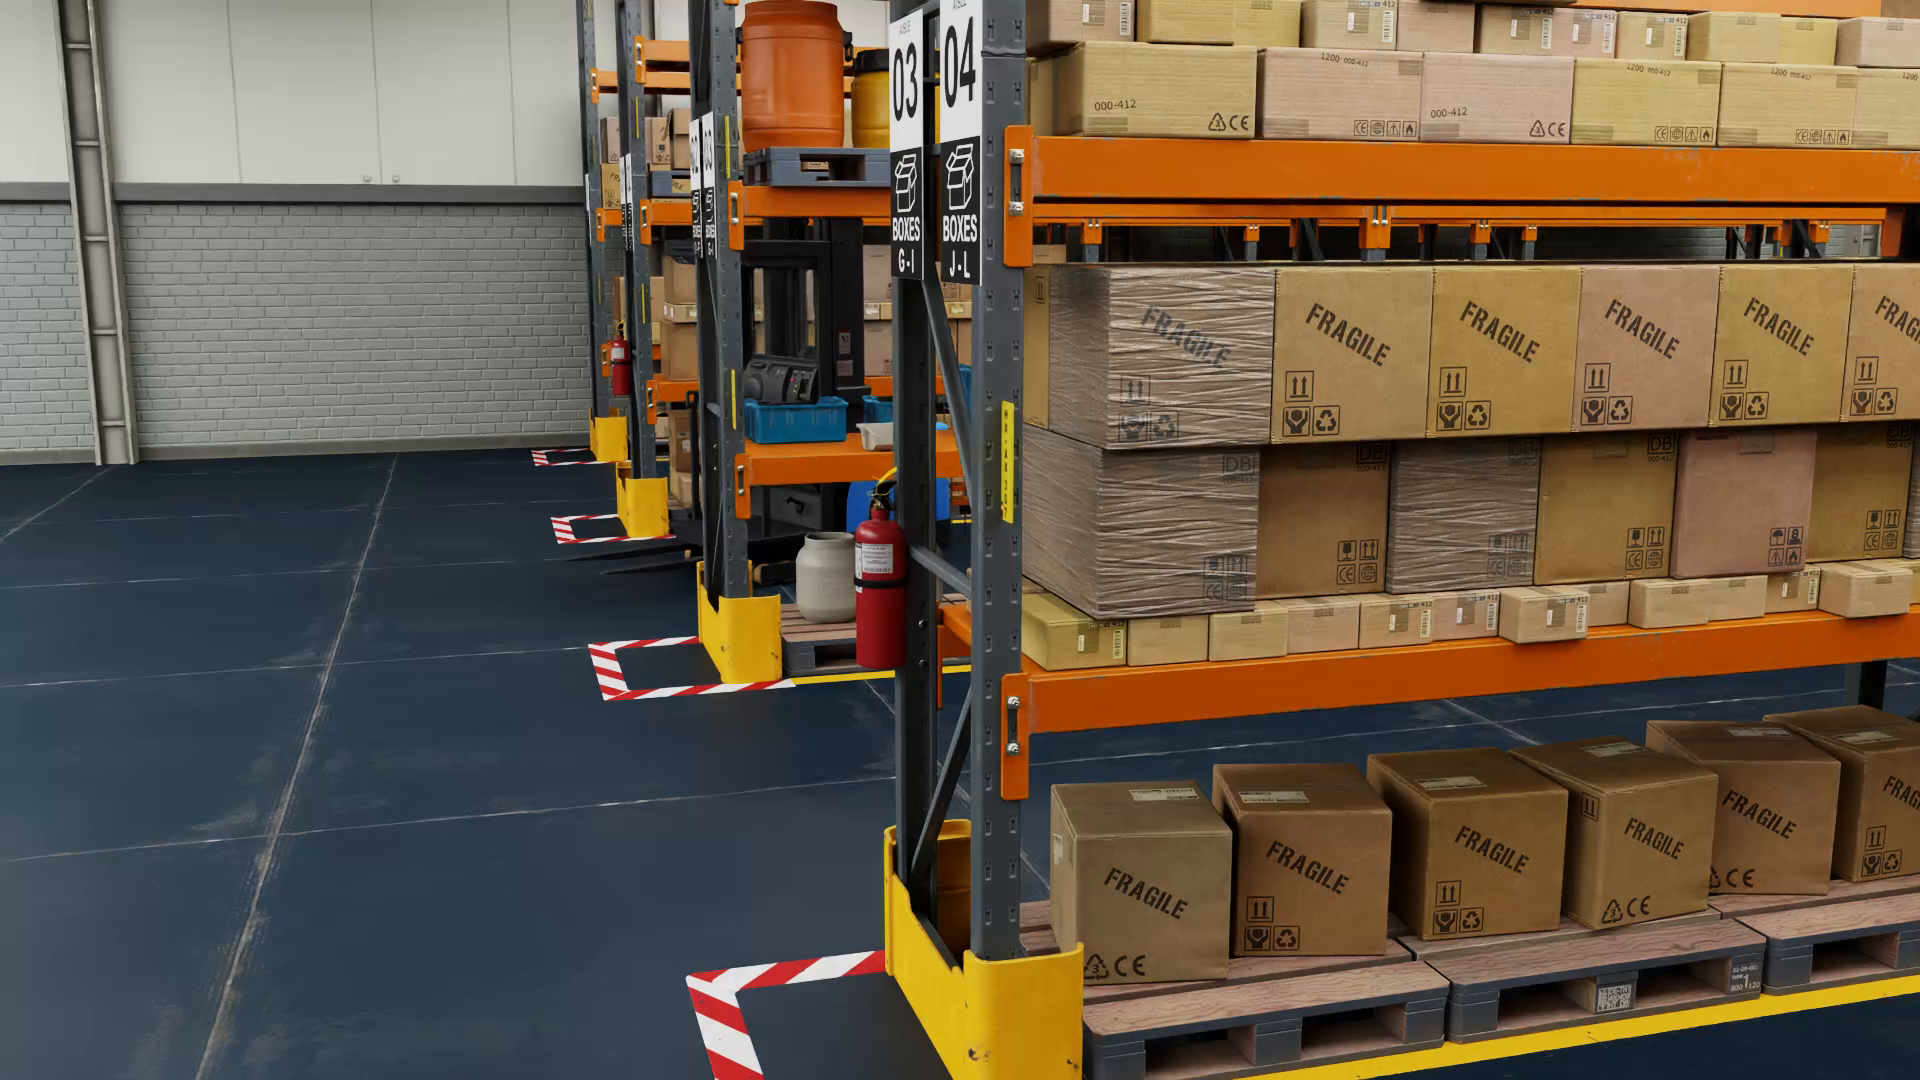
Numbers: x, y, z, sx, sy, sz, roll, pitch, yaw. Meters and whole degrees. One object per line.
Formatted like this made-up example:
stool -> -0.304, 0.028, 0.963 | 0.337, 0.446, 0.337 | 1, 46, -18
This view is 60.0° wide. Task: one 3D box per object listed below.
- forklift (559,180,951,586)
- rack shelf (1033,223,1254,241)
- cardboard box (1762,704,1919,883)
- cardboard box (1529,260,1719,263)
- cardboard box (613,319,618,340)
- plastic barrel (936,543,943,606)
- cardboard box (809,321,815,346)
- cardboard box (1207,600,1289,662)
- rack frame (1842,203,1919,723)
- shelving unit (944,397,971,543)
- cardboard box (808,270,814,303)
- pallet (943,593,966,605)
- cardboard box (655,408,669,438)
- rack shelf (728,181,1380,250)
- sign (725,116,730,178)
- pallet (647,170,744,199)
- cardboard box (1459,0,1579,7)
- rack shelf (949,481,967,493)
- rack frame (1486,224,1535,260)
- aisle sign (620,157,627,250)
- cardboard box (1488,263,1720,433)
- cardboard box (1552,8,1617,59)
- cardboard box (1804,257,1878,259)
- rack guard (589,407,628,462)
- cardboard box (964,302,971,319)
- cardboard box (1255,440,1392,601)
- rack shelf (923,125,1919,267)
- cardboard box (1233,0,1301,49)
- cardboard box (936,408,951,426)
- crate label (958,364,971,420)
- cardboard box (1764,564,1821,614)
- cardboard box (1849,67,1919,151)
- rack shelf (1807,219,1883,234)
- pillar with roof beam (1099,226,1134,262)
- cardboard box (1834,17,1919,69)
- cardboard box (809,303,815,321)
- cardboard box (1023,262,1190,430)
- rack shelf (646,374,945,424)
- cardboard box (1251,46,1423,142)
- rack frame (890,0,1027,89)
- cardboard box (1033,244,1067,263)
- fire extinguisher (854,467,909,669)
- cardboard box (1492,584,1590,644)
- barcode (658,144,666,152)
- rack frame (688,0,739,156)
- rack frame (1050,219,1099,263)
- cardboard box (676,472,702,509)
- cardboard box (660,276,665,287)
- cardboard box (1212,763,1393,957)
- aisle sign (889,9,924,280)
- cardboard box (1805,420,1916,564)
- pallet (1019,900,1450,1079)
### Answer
forklift -> -1.529, -1.210, 12.525 | 3.031, 2.935, 1.130 | -9, 13, -39
rack shelf -> 1.584, -3.889, 20.591 | 4.000, 0.370, 1.077 | -3, 11, -16
cardboard box -> 3.422, 0.953, 6.332 | 0.500, 0.500, 0.500 | -3, 11, -18
cardboard box -> 2.354, -0.741, 5.930 | 0.500, 0.500, 0.500 | -3, 11, -16
cardboard box -> -3.783, -2.458, 19.471 | 0.500, 0.250, 0.500 | -3, 11, -15
plastic barrel -> -0.316, 0.203, 10.371 | 0.421, 0.512, 0.421 | 0, 10, 0
cardboard box -> -1.356, -1.726, 14.859 | 0.500, 0.500, 0.700 | -3, 11, -16
cardboard box -> 0.806, 0.250, 5.097 | 0.250, 0.149, 0.380 | -3, 11, -16
rack frame -> 3.817, -0.084, 6.216 | 0.127, 3.000, 1.000 | -3, 11, -16
shelving unit -> -0.014, -0.589, 13.934 | 0.189, 1.200, 0.258 | -3, 11, -16
cardboard box -> -1.299, -2.368, 14.765 | 0.500, 0.500, 0.700 | -3, 11, -16
pallet -> 0.602, 0.516, 10.661 | 1.213, 0.211, 1.003 | -3, 11, -16
cardboard box -> -3.488, -1.378, 19.457 | 0.500, 0.311, 0.500 | -4, 11, -22
rack shelf -> 0.512, -1.965, 10.136 | 4.000, 0.370, 1.077 | -3, 11, -16
sign -> -1.258, -2.126, 9.000 | 0.005, 0.325, 0.100 | -3, 11, -16
pallet -> -2.103, -3.066, 14.378 | 1.213, 0.211, 1.003 | -3, 11, -16
cardboard box -> 1.477, -1.826, 4.916 | 0.500, 0.500, 0.500 | -3, 11, -16
rack shelf -> -0.014, -0.428, 13.964 | 0.180, 0.103, 0.258 | -3, 11, -16
rack frame -> 7.345, -3.072, 22.447 | 0.127, 3.000, 1.000 | -3, 11, -16
aisle sign -> -2.934, -2.930, 14.495 | 0.004, 0.787, 0.394 | -3, 11, -16
cardboard box -> 2.021, -0.625, 5.296 | 0.500, 0.500, 0.500 | -3, 11, -16
cardboard box -> 1.790, -1.533, 5.117 | 0.250, 0.149, 0.380 | -3, 11, -17
cardboard box -> 9.264, -2.727, 17.534 | 0.500, 0.500, 0.500 | -3, 11, -14
rack guard -> -4.104, -1.239, 19.395 | 0.348, 0.500, 1.175 | -3, 11, -16
cardboard box -> 0.110, -2.084, 15.013 | 0.250, 0.149, 0.380 | -3, 11, -16
cardboard box -> 0.959, -0.146, 5.456 | 0.500, 0.500, 0.875 | -3, 11, -16
rack shelf -> 1.897, -1.104, 5.459 | 4.000, 0.370, 1.077 | -3, 11, -16
cardboard box -> 0.789, -1.483, 4.845 | 0.250, 0.149, 0.380 | -3, 11, -17
cardboard box -> -0.295, -0.918, 15.113 | 0.500, 0.500, 0.500 | -3, 11, -16
crate label -> 0.284, -0.900, 10.551 | 0.616, 0.435, 0.502 | -3, 11, -16
cardboard box -> 2.707, 0.137, 5.712 | 0.250, 0.149, 0.380 | -3, 11, -16
cardboard box -> 2.948, -1.392, 5.452 | 0.500, 0.250, 0.500 | -3, 11, -15
rack shelf -> 8.193, -2.370, 12.335 | 4.000, 0.370, 1.077 | -3, 11, -16
pillar with roof beam -> 3.217, -5.156, 17.198 | 0.400, 9.000, 9.100 | -3, 11, -16
cardboard box -> 2.829, -1.571, 5.321 | 0.250, 0.149, 0.380 | -3, 11, -18
cardboard box -> -1.361, -2.007, 14.593 | 0.250, 0.149, 0.380 | -3, 11, -18
cardboard box -> 0.435, -0.639, 5.374 | 0.500, 0.500, 0.500 | -3, 11, -16
rack shelf -> -0.869, -1.351, 15.086 | 4.000, 0.370, 1.077 | -3, 11, -16
cardboard box -> 1.005, -1.289, 4.894 | 0.500, 0.250, 0.500 | -3, 11, -17
rack frame -> -0.024, -2.832, 4.573 | 0.127, 3.000, 1.000 | -3, 11, -16
cardboard box -> 0.627, -2.470, 15.317 | 0.500, 0.500, 0.700 | -3, 11, -16
fire extinguisher -> -0.262, 0.083, 5.527 | 0.183, 0.674, 0.296 | -3, 11, -16
cardboard box -> 1.784, 0.210, 5.313 | 0.250, 0.149, 0.380 | -3, 11, -16
barcode -> -2.634, -3.463, 14.686 | 0.075, 0.075, 0.001 | -3, 11, -16
rack frame -> -1.408, -3.693, 9.250 | 0.127, 3.000, 1.000 | -3, 11, -16
rack frame -> 1.052, -1.806, 15.571 | 0.127, 3.000, 1.000 | -3, 11, -16
cardboard box -> -2.212, -0.446, 14.620 | 0.500, 0.250, 0.500 | -3, 11, -16
cardboard box -> -3.157, -2.764, 19.066 | 0.500, 0.500, 0.500 | -3, 11, -16
cardboard box -> 1.145, 1.077, 5.657 | 0.500, 0.500, 0.500 | 0, 10, -1
aisle sign -> -0.167, -1.209, 5.147 | 0.004, 0.787, 0.394 | -3, 11, -16
cardboard box -> 2.878, -0.248, 6.010 | 0.500, 0.500, 0.875 | -3, 11, -16
pallet -> 0.839, 1.451, 5.579 | 1.213, 0.211, 1.003 | -3, 11, -16
